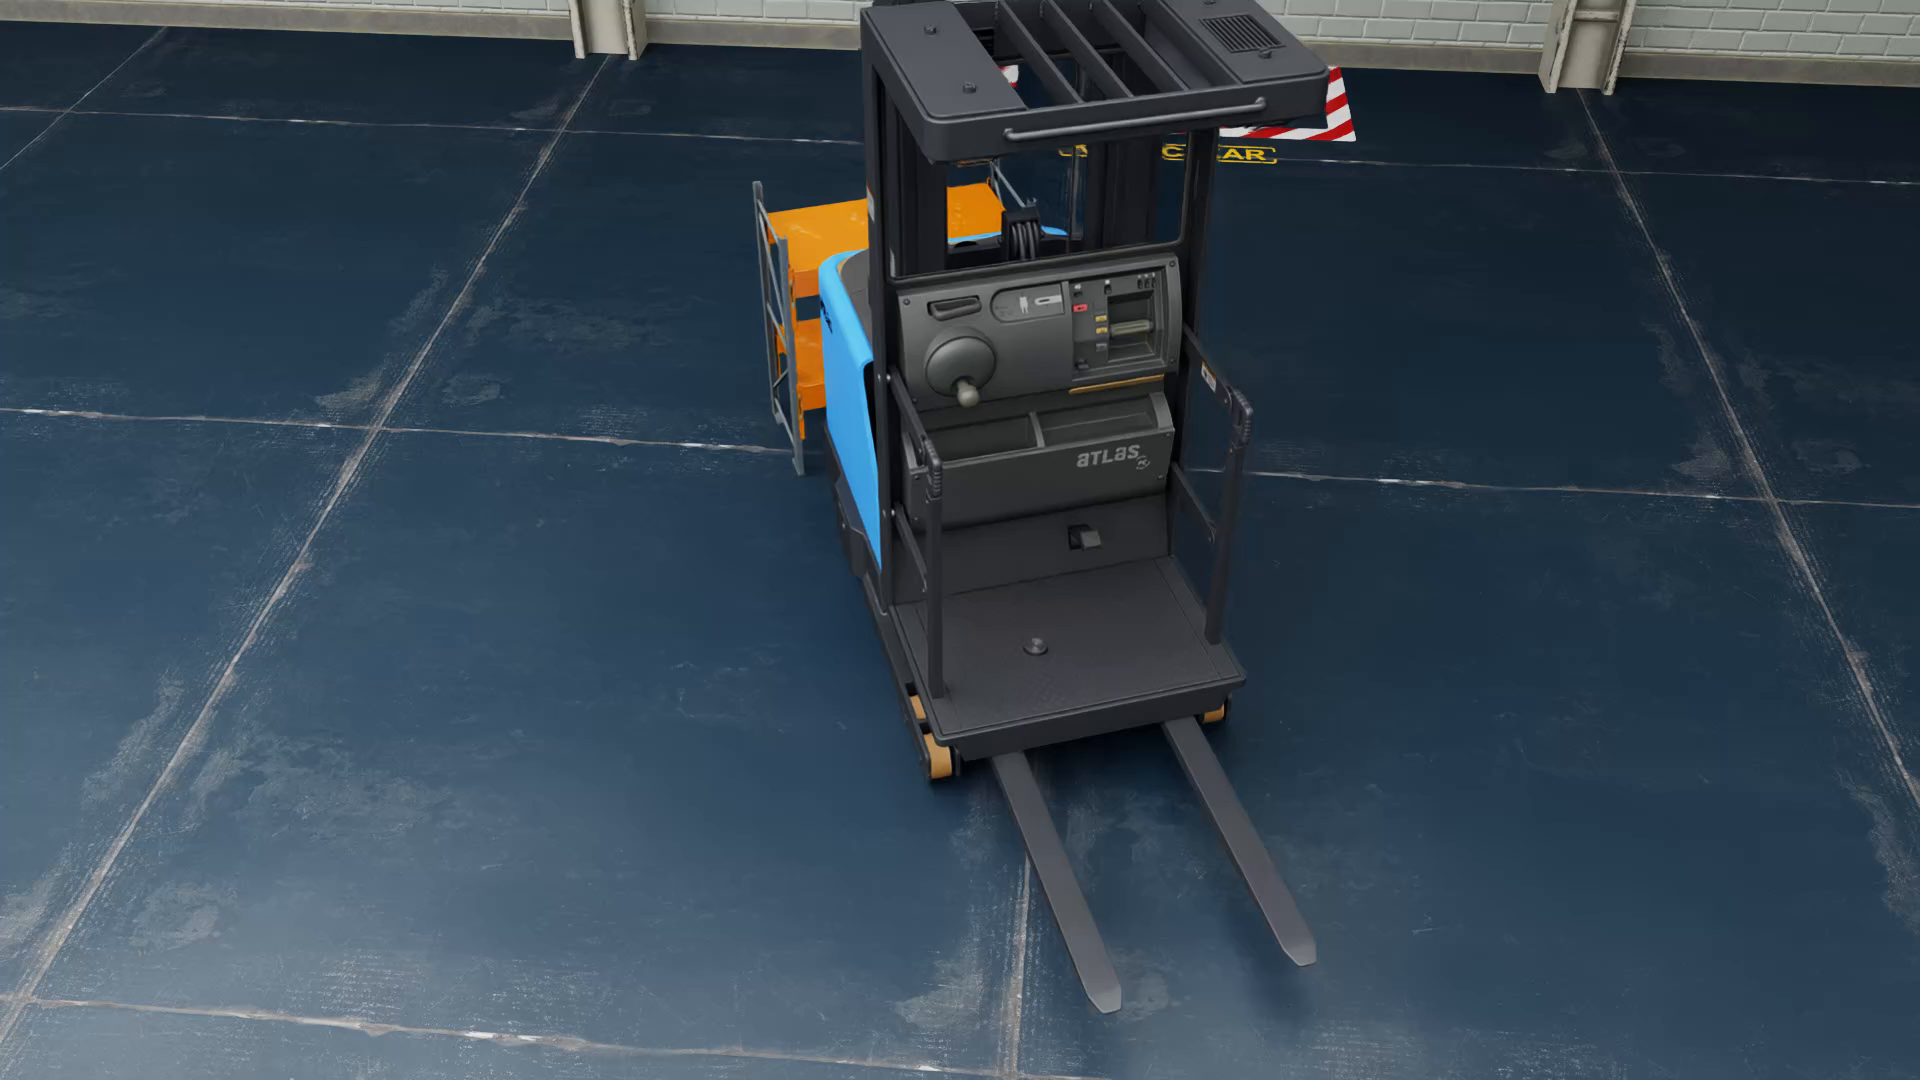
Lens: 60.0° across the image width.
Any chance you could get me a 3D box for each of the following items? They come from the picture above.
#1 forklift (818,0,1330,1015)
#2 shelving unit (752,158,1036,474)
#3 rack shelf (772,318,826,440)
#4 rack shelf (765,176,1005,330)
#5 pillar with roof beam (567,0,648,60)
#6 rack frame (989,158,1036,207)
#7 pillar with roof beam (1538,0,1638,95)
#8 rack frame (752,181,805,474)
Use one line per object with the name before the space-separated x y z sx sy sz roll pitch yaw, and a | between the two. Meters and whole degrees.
forklift | 0.324 -0.590 5.153 1.130 2.935 3.031 -10 40 -12
shelving unit | -0.269 -0.968 7.048 1.048 1.125 0.538 -11 40 -14
rack shelf | -0.269 -0.778 7.202 1.000 0.278 0.538 -11 40 -14
rack shelf | -0.269 -1.195 6.863 1.000 0.278 0.538 -11 40 -14
pillar with roof beam | -2.583 -3.908 4.423 0.400 9.000 9.100 3 39 4
rack frame | 0.215 -1.065 7.167 0.032 1.125 0.500 -11 40 -14
pillar with roof beam | 3.394 -3.581 4.021 0.400 9.000 9.100 3 39 4
rack frame | -0.754 -0.871 6.929 0.032 1.125 0.500 -11 40 -14
